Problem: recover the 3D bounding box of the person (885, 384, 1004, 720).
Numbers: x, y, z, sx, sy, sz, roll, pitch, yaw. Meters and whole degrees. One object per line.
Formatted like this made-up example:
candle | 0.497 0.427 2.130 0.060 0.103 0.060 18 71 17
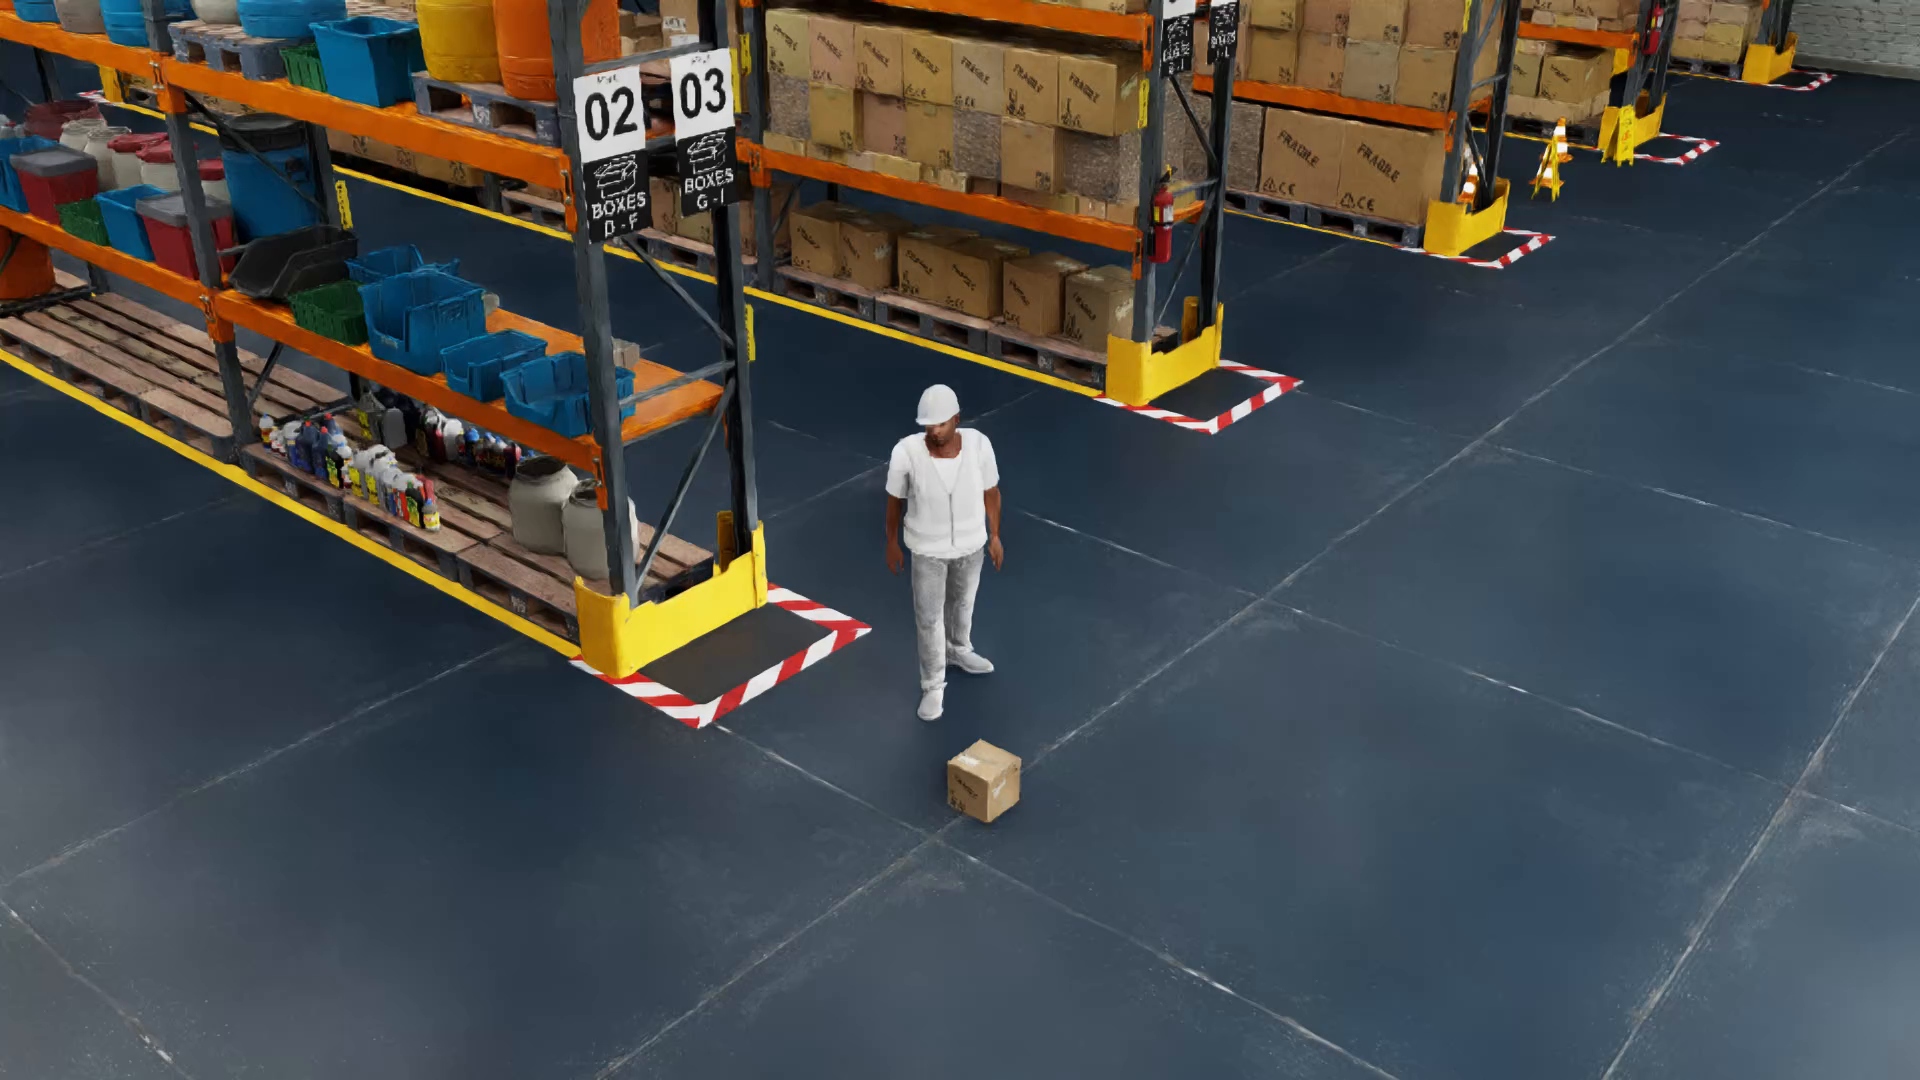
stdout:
person | -0.071 0.021 8.542 0.591 1.771 0.582 -8 28 -15
